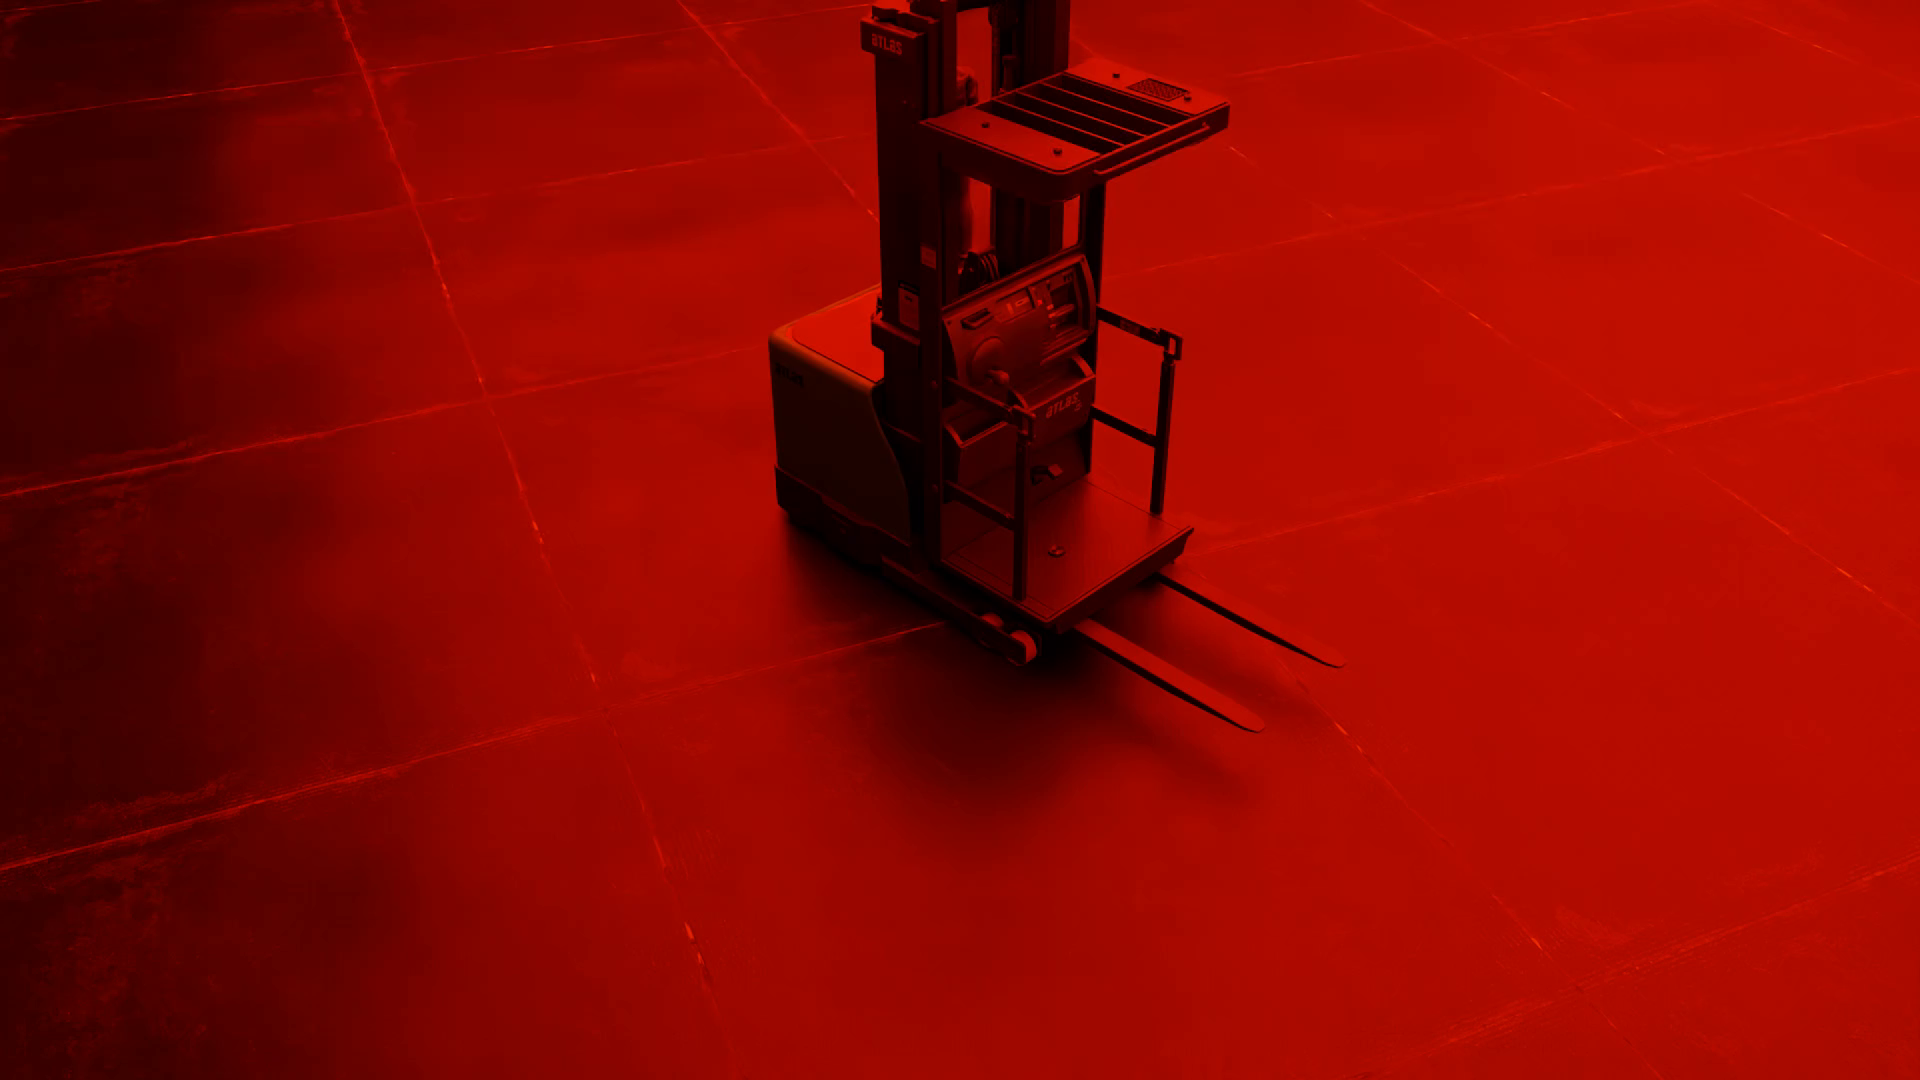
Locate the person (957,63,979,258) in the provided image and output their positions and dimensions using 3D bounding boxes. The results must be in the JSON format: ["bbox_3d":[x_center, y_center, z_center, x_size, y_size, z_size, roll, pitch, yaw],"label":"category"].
[{"bbox_3d":[-0.142,-2.548,10.771,0.570,1.656,0.503,-15,38,-20],"label":"person"}]

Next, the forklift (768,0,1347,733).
[{"bbox_3d":[0.432,-0.946,7.429,3.031,2.935,1.130,30,45,35],"label":"forklift"}]
